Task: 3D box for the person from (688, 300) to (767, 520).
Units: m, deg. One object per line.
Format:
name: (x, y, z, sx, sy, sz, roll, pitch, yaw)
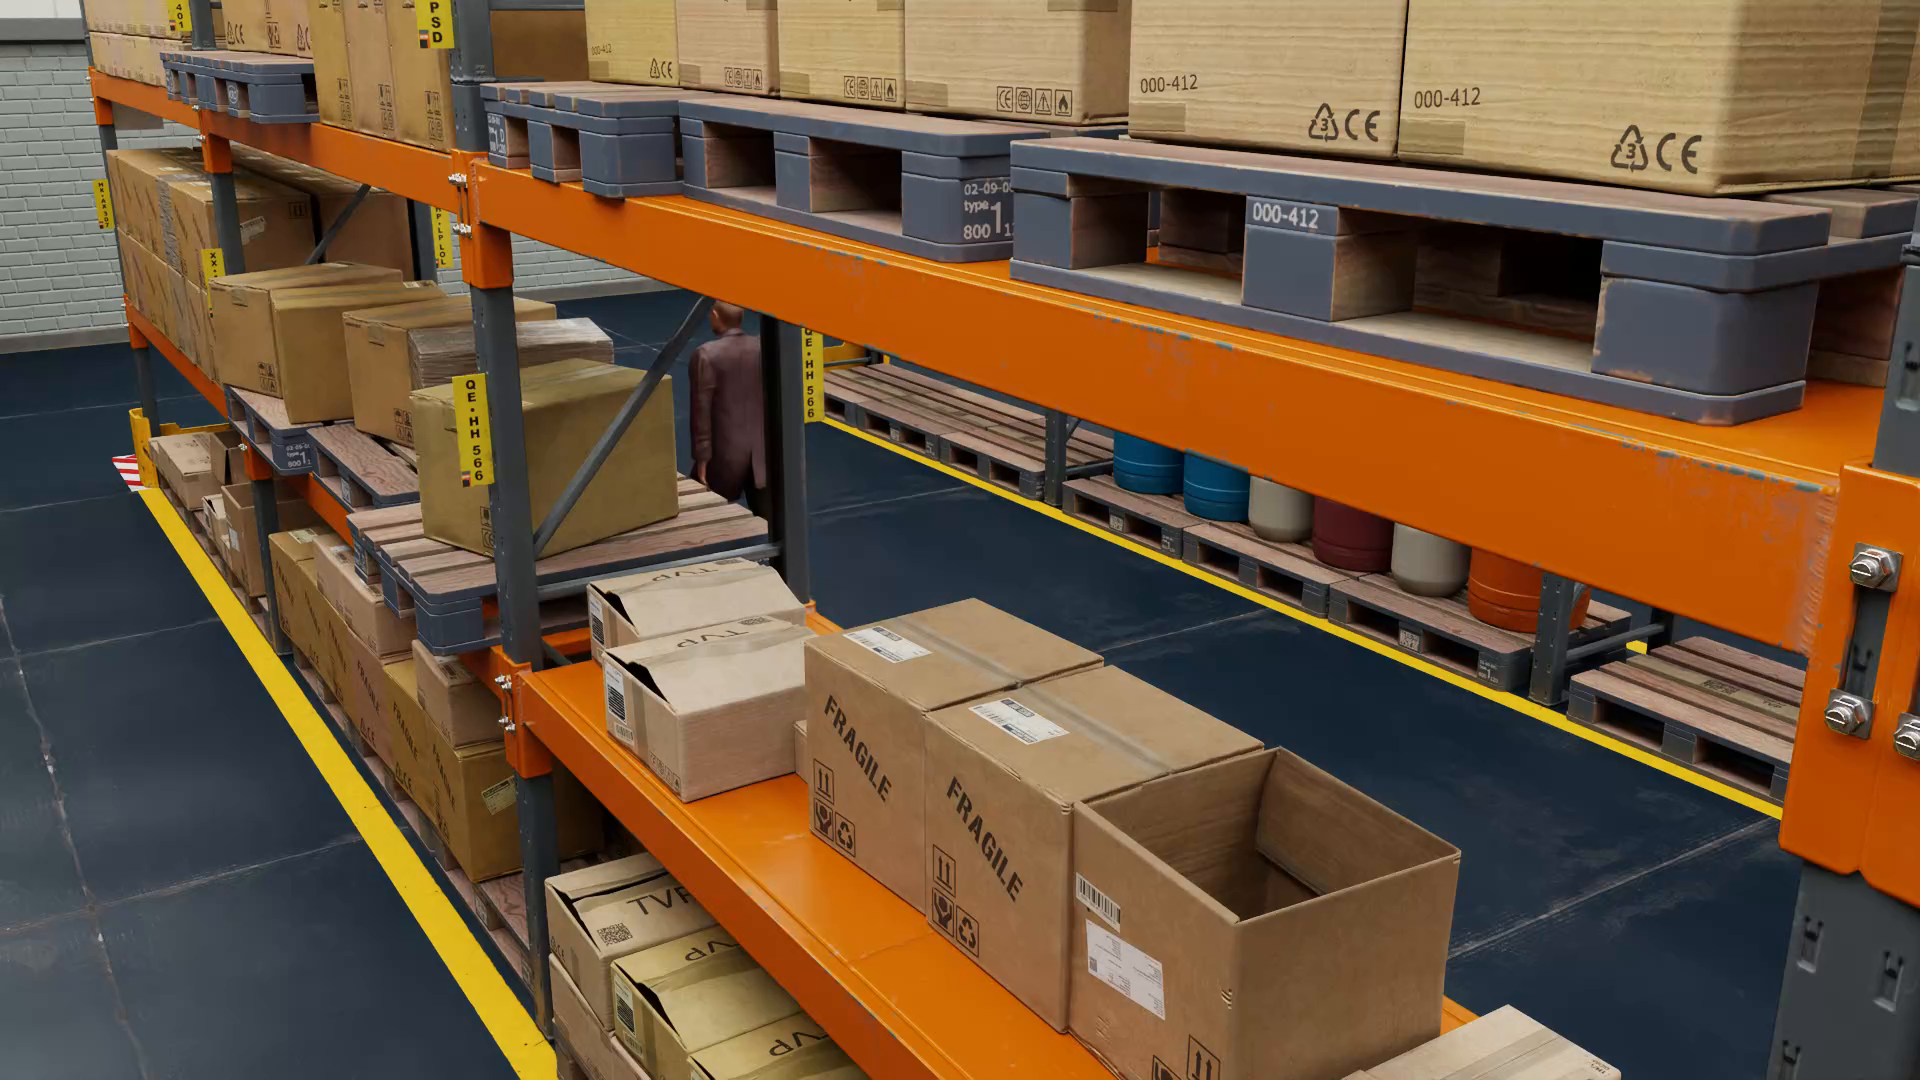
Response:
person: (-1.237, -0.475, 9.096, 0.604, 1.786, 0.984, -11, 21, -30)
